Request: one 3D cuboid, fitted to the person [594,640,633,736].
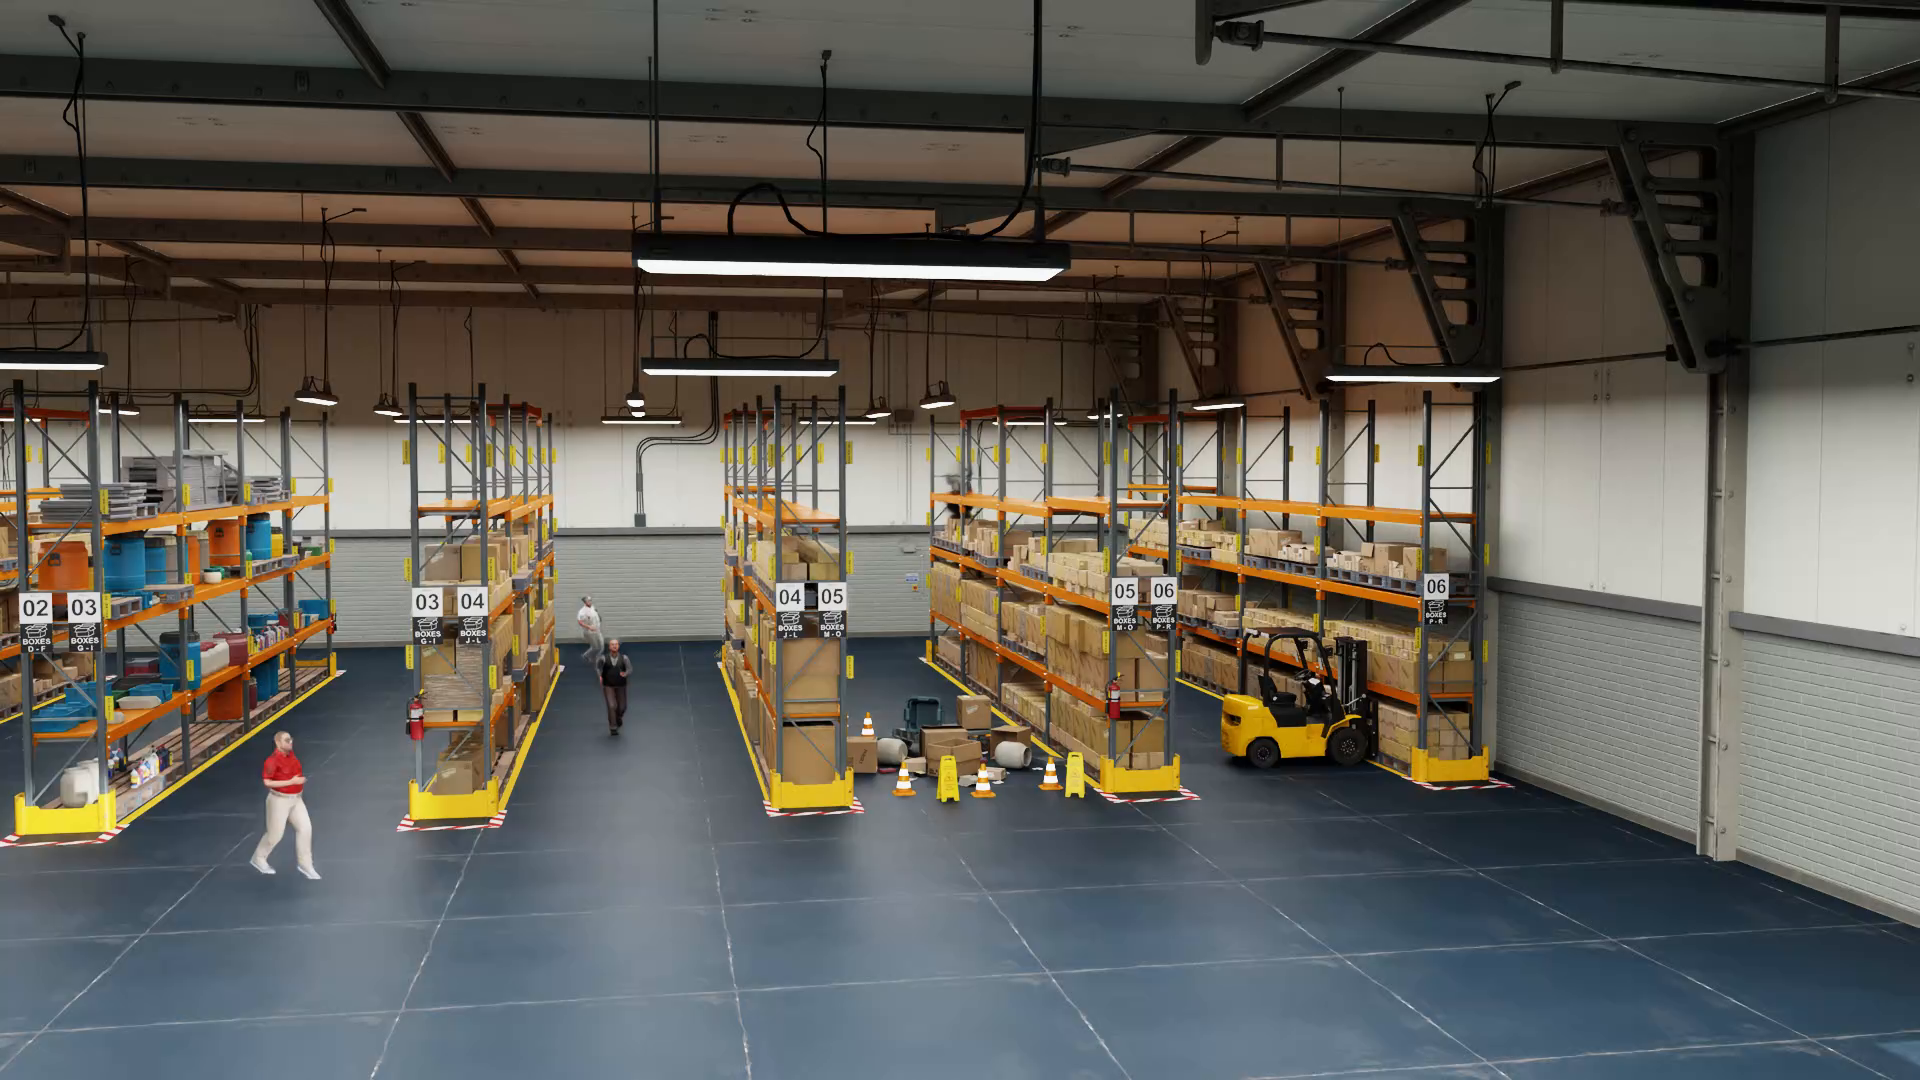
[{"bbox_3d":[-6.217,2.640,29.890,0.669,1.695,0.860,-1,3,-17],"label":"person"}]

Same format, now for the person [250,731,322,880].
[{"bbox_3d":[-8.006,3.145,19.653,0.863,1.789,0.649,1,3,19],"label":"person"}]

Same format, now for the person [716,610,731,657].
[{"bbox_3d":[-5.503,1.953,40.470,0.848,1.757,0.698,-2,3,-30],"label":"person"}]

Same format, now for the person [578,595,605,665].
[{"bbox_3d":[-8.758,2.155,39.370,0.645,1.737,0.691,2,3,29],"label":"person"}]
